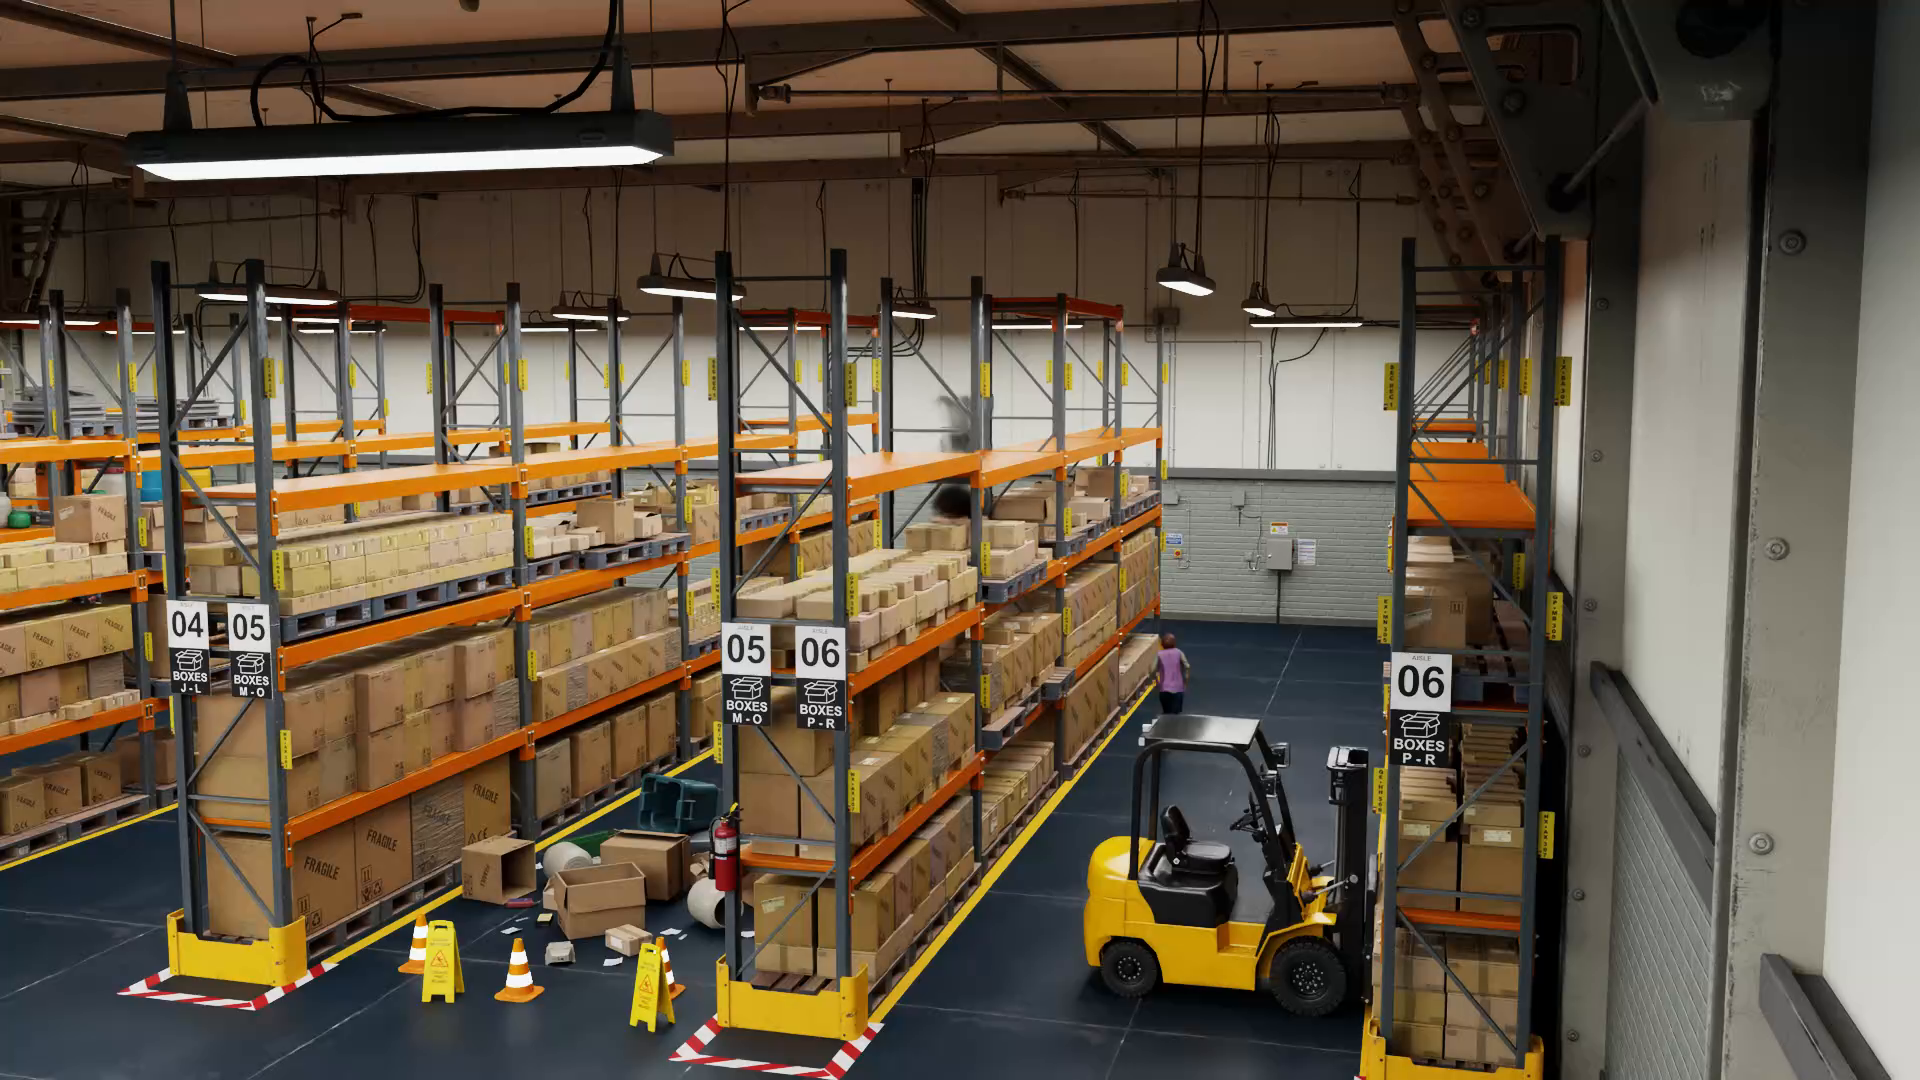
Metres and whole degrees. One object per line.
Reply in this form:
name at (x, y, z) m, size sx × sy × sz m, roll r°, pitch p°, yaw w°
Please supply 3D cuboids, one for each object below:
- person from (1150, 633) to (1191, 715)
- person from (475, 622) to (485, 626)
person at (2.823, 2.054, 22.354) m, size 0.551 × 1.576 × 0.719 m, roll 1°, pitch 6°, yaw 12°
person at (-6.295, 1.950, 22.181) m, size 0.730 × 1.765 × 0.816 m, roll 1°, pitch 6°, yaw 8°
